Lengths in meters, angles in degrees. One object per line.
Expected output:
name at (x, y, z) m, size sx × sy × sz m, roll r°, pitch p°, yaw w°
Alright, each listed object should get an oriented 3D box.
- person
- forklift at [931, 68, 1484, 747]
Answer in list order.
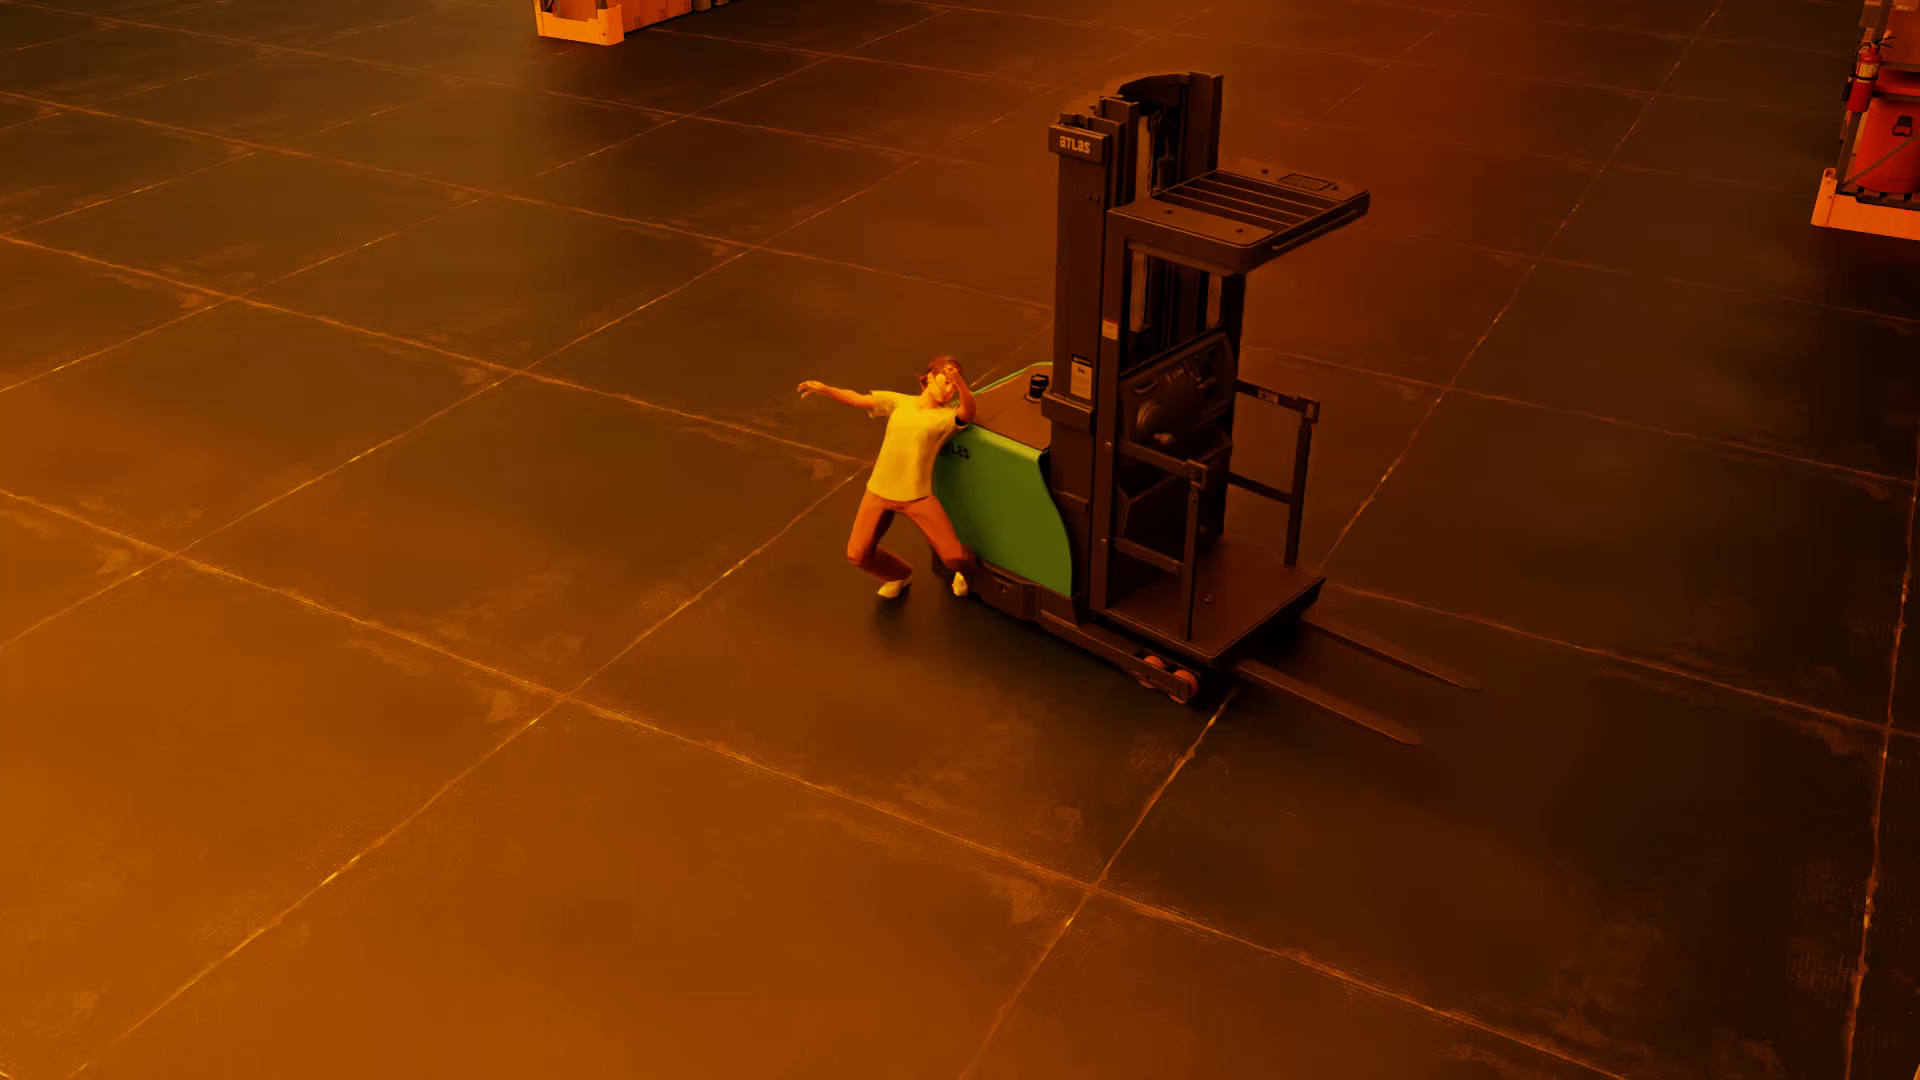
person at (-0.344, -0.383, 9.077) m, size 0.946 × 1.535 × 0.653 m, roll 7°, pitch 31°, yaw 13°
forklift at (1.267, -0.729, 8.333) m, size 3.031 × 2.935 × 1.130 m, roll 24°, pitch 38°, yaw 35°
